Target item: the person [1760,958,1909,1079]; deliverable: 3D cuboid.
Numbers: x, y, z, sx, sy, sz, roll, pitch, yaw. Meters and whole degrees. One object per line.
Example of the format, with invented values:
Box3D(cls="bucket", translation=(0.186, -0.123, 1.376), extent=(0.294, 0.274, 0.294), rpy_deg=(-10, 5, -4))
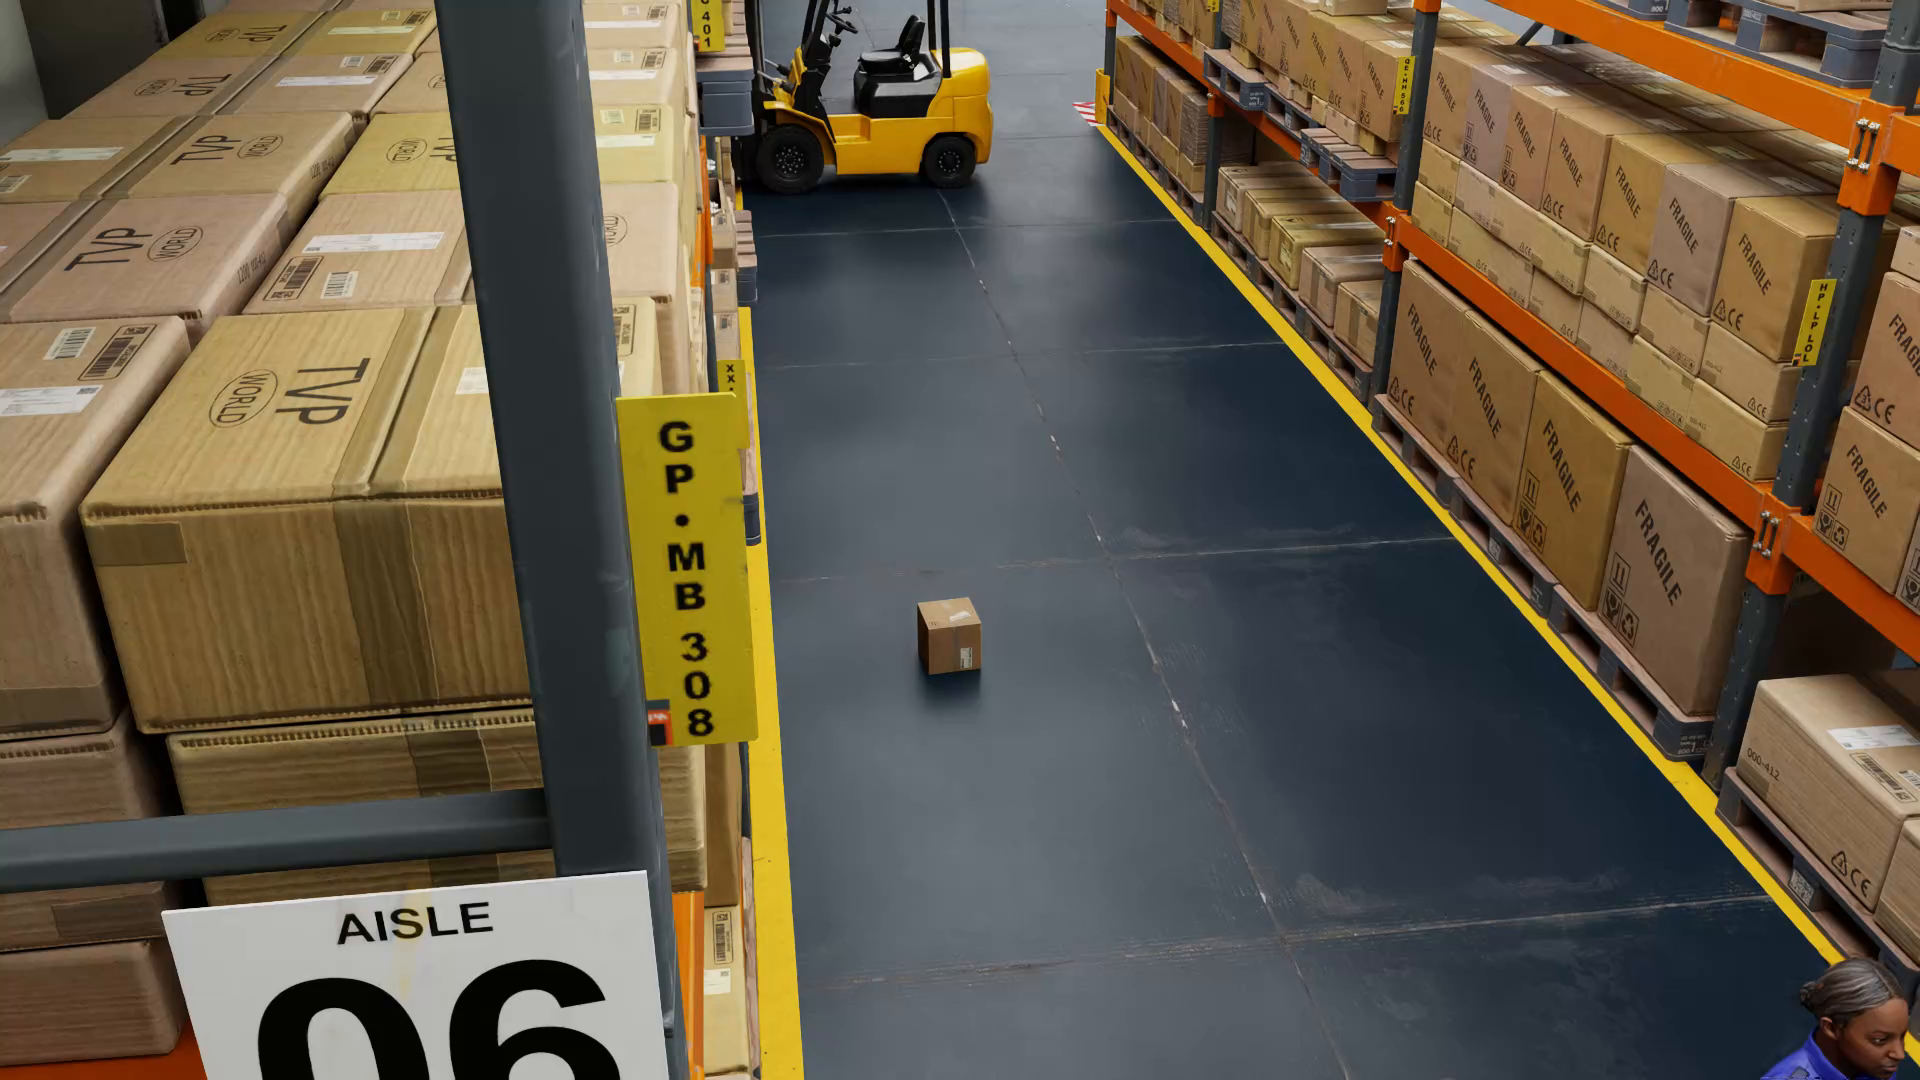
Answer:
Box3D(cls="person", translation=(1.924, 1.645, 3.917), extent=(0.454, 1.624, 0.799), rpy_deg=(-15, 31, -27))
